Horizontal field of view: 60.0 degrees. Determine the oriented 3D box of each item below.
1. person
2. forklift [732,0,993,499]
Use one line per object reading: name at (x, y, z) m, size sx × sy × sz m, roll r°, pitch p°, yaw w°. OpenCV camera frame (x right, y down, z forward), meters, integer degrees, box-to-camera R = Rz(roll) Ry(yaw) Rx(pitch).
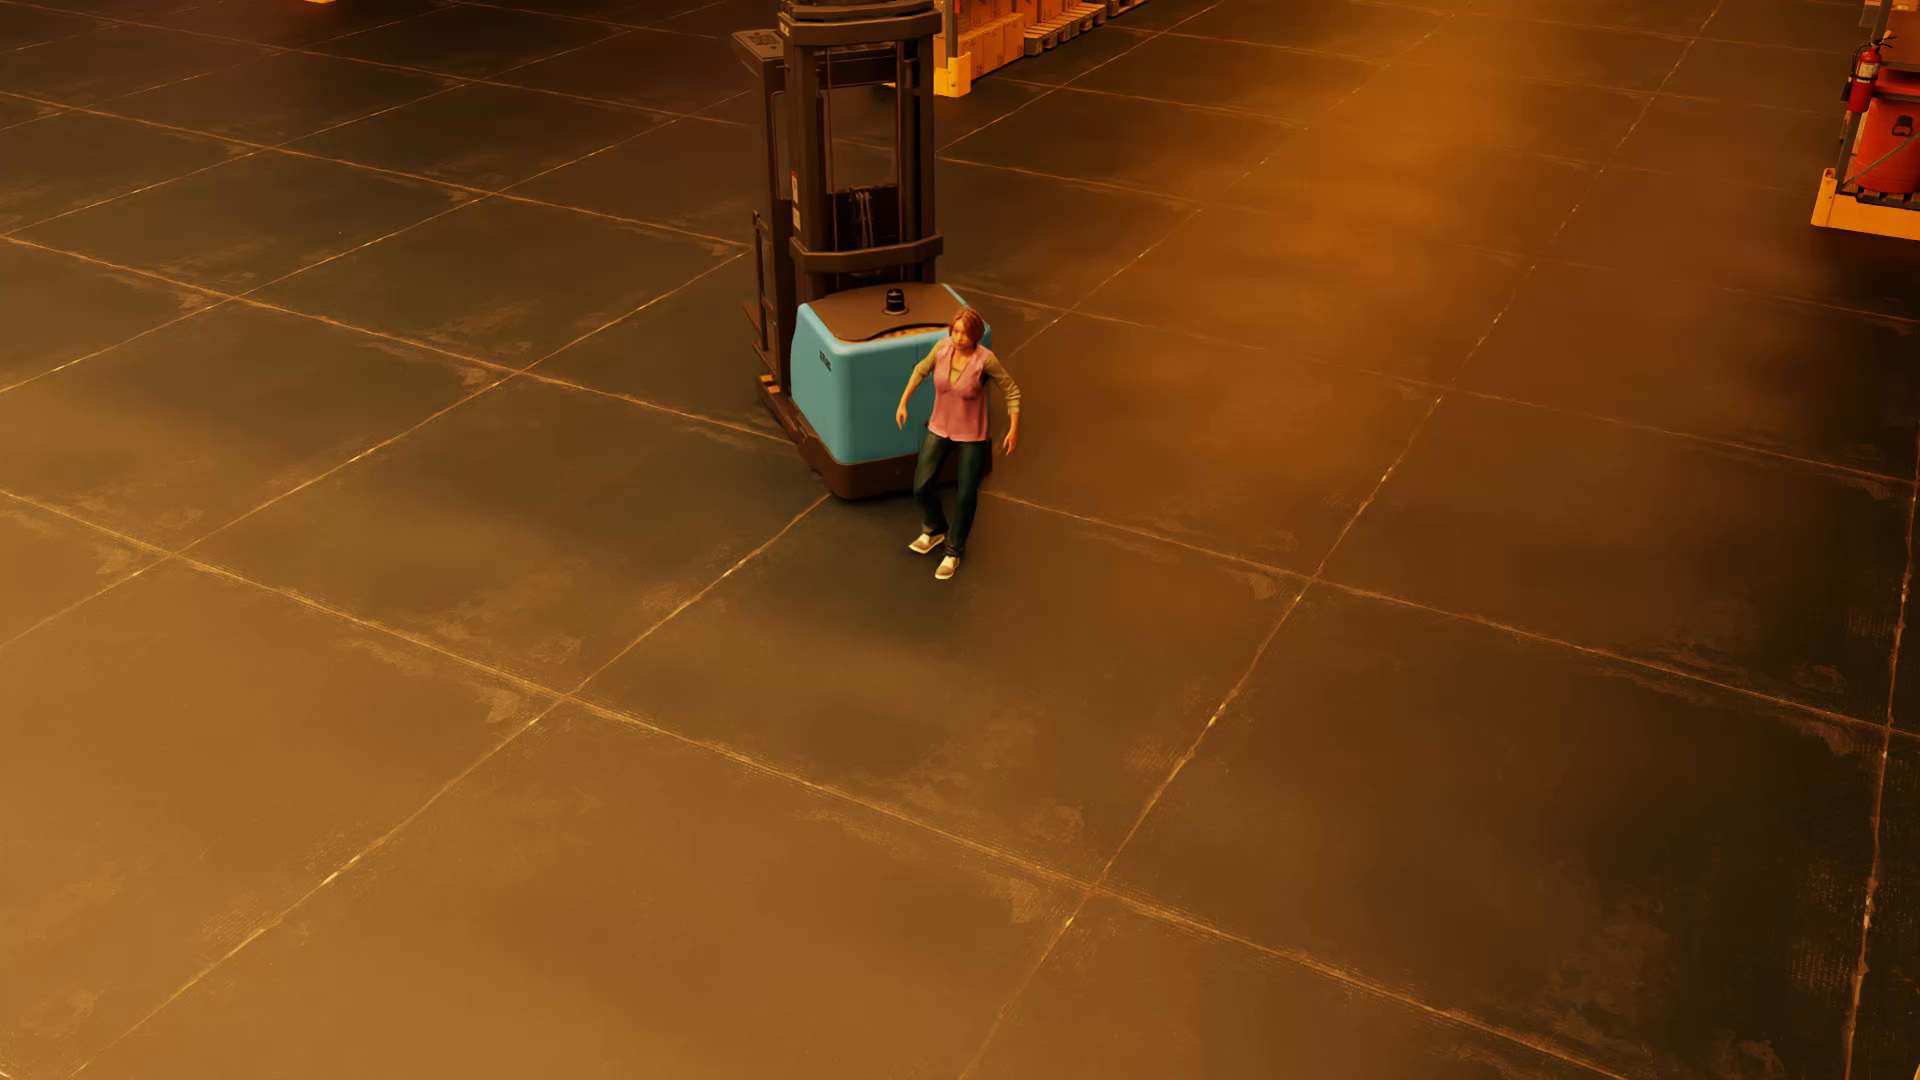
person at (-0.047, -0.557, 9.451) m, size 0.716 × 1.564 × 0.551 m, roll 13°, pitch 32°, yaw 21°
forklift at (-0.801, -2.245, 10.960) m, size 1.130 × 2.935 × 3.031 m, roll -11°, pitch 32°, yaw -18°
